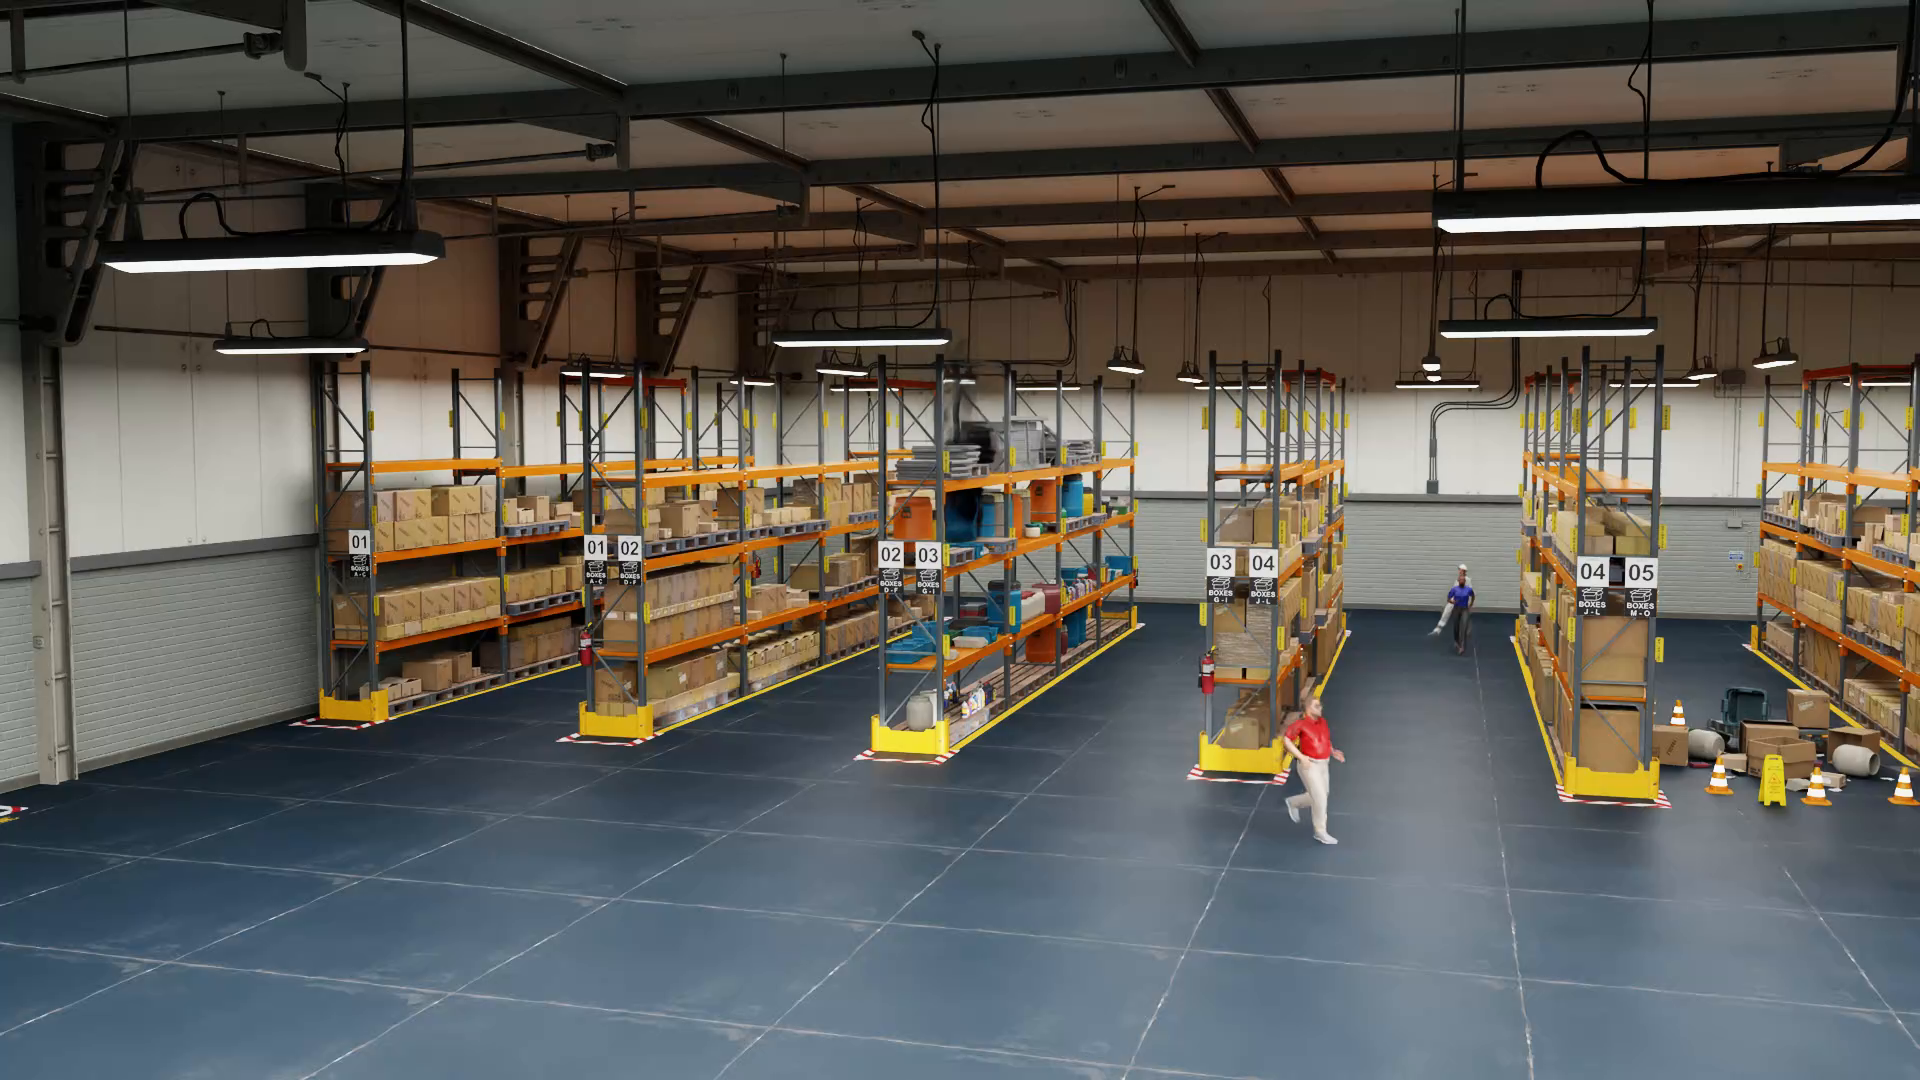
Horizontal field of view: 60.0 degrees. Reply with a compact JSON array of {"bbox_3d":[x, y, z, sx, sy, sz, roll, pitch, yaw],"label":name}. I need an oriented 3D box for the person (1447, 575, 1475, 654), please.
[{"bbox_3d":[10.809,1.581,35.909,0.587,1.651,0.940,1,4,18],"label":"person"}]

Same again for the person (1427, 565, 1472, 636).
[{"bbox_3d":[11.390,1.407,38.186,1.088,1.666,0.737,-2,4,-23],"label":"person"}]

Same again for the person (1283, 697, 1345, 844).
[{"bbox_3d":[4.203,2.742,19.972,0.663,1.720,0.833,-3,5,-40],"label":"person"}]
